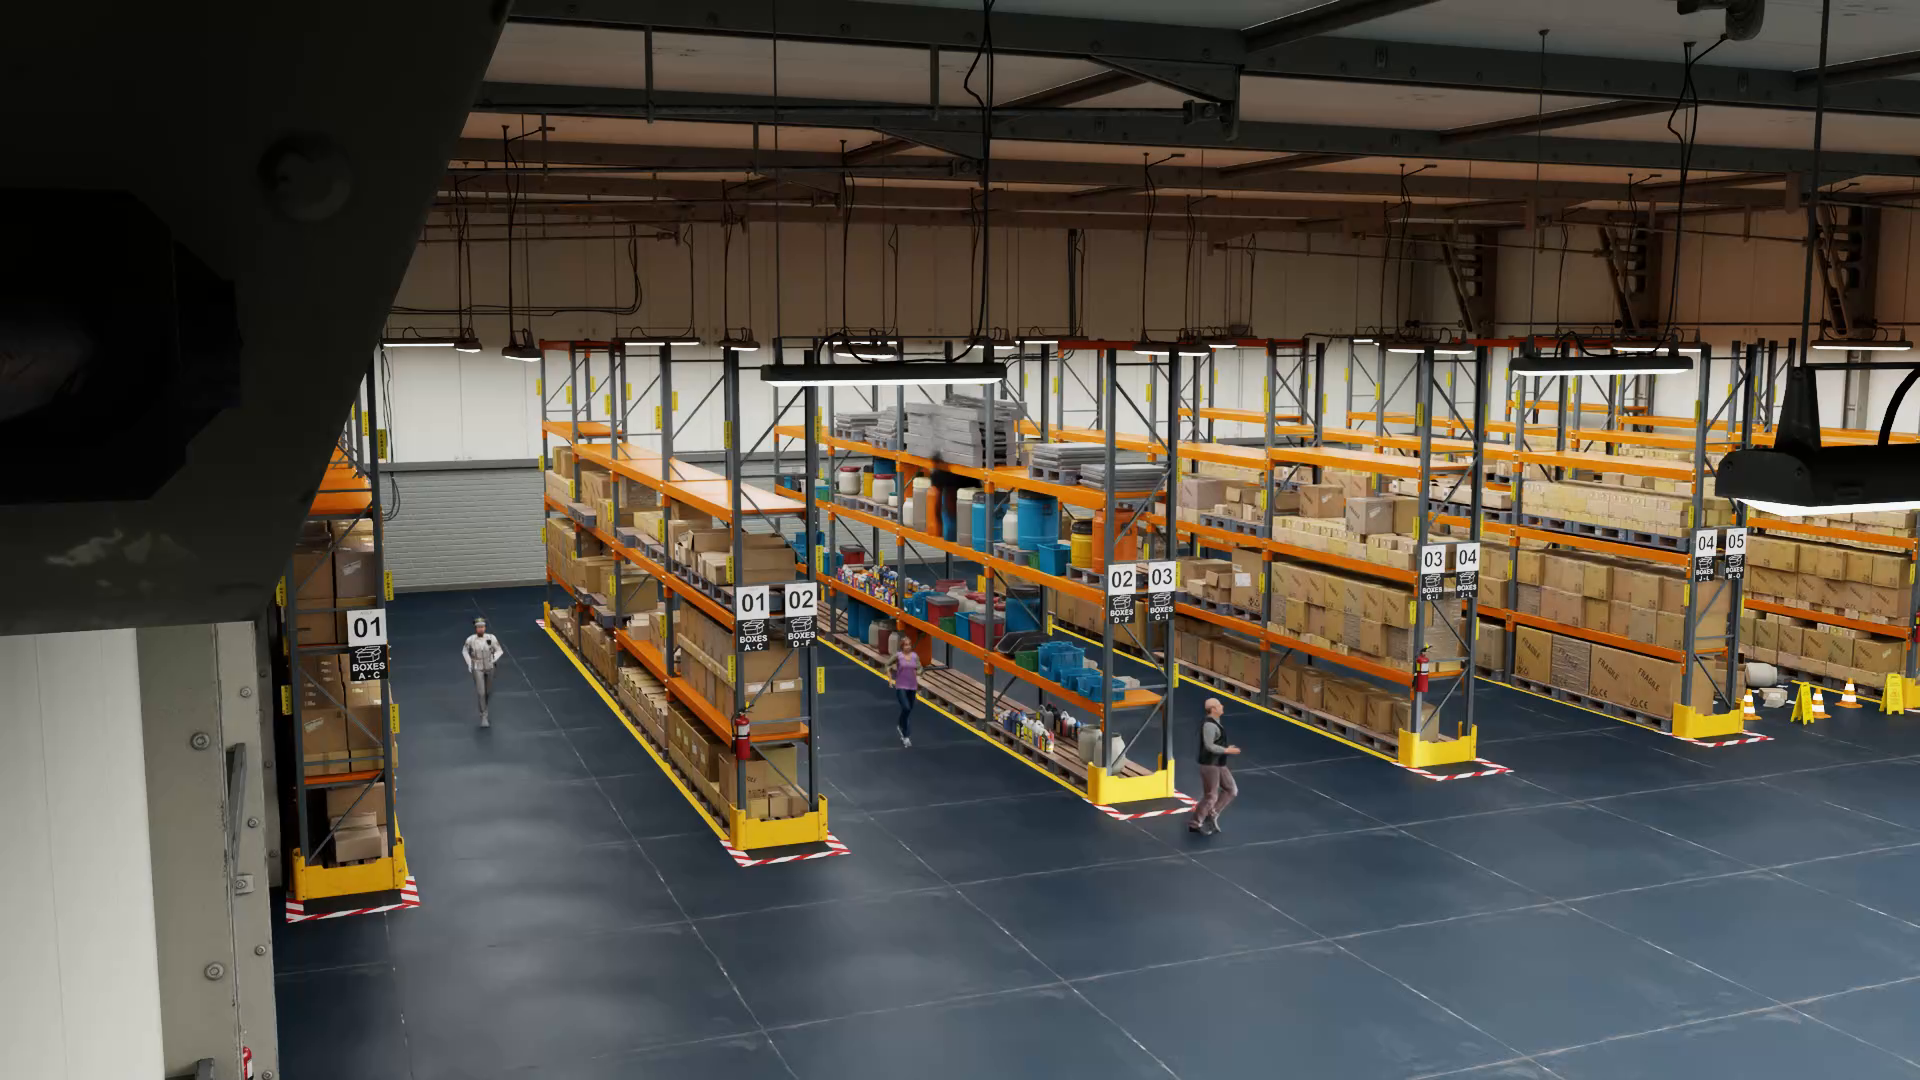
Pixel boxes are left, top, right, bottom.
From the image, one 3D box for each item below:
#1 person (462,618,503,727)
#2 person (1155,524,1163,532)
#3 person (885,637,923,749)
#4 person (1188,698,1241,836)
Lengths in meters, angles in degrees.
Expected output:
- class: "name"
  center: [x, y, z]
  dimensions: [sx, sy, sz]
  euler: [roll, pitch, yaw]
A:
- class: "person"
  center: [-7.548, 2.050, 26.343]
  dimensions: [0.610, 1.694, 0.823]
  euler: [-3, 8, -22]
- class: "person"
  center: [4.576, 0.475, 38.370]
  dimensions: [0.661, 1.811, 0.755]
  euler: [-2, 8, -17]
- class: "person"
  center: [-0.824, 2.271, 25.110]
  dimensions: [0.510, 1.642, 0.733]
  euler: [-4, 8, -26]
- class: "person"
  center: [3.172, 2.810, 20.662]
  dimensions: [0.634, 1.716, 0.662]
  euler: [2, 8, 14]
